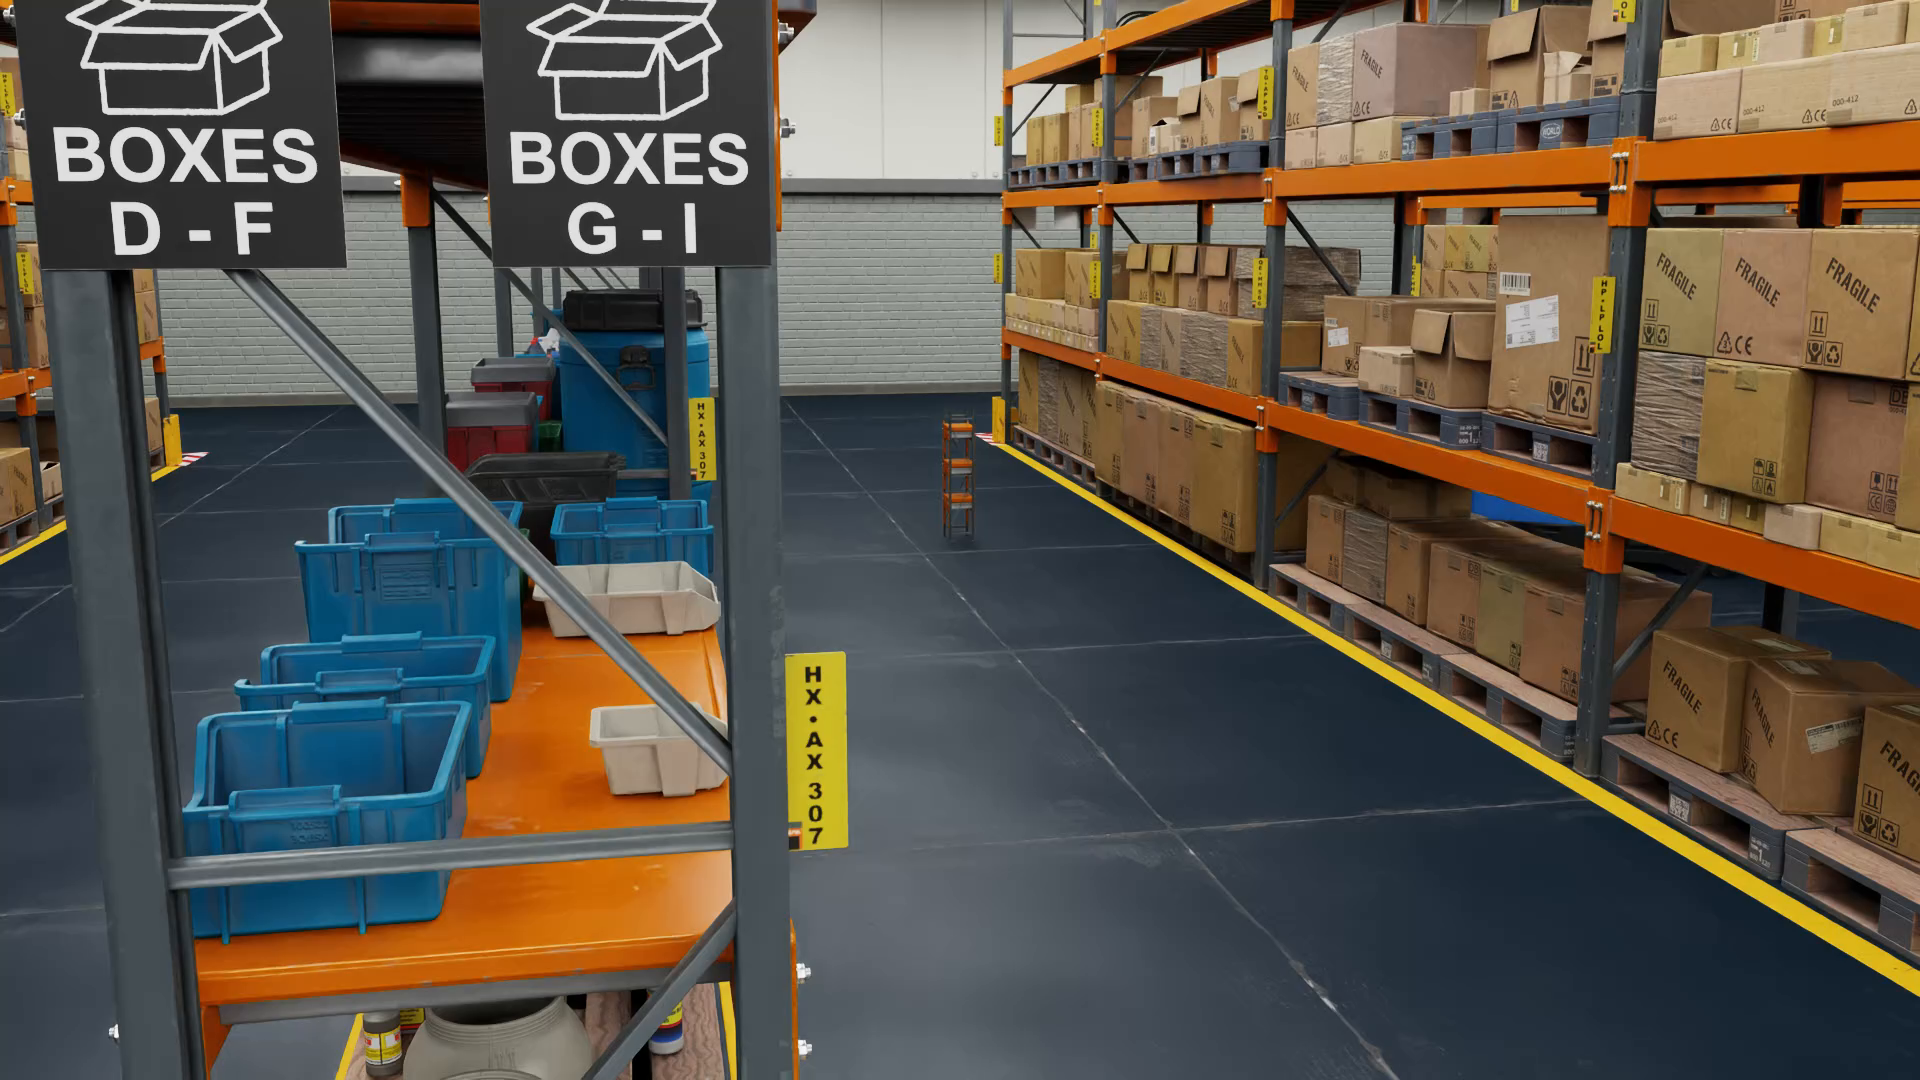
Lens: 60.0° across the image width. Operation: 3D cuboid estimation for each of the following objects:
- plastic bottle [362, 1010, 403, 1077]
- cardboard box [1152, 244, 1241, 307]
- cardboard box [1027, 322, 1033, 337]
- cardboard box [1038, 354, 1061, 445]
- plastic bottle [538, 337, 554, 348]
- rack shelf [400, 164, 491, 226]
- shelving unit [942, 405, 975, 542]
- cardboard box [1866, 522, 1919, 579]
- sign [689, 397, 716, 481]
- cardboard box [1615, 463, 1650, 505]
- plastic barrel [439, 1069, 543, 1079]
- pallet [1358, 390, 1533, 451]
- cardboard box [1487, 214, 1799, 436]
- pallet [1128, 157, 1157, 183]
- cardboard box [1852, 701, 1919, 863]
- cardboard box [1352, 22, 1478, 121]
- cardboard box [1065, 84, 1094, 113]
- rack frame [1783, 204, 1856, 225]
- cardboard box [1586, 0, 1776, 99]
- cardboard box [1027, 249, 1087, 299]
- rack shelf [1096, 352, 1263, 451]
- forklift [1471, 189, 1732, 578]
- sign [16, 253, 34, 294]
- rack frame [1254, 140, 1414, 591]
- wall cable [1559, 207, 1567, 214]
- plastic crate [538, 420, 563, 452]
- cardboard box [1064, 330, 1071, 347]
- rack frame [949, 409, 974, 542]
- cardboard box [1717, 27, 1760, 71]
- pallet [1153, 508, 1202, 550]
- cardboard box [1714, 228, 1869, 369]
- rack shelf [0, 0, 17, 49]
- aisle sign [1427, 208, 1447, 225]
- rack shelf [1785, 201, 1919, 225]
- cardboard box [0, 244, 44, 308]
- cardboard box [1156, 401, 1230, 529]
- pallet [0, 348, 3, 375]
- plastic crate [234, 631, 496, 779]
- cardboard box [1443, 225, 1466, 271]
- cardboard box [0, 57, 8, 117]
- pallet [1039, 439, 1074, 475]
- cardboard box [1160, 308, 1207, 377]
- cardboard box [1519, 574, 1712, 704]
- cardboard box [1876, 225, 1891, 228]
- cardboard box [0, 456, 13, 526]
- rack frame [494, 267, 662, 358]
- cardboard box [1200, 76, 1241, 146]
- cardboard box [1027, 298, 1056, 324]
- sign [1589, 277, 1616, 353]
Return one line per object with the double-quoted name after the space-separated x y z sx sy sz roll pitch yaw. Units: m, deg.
-1.558 1.332 4.486 0.097 0.201 0.097 0 11 0 "plastic bottle"
2.008 -2.186 13.708 0.797 0.503 0.637 -2 11 -10 "cardboard box"
0.923 -2.232 17.572 0.380 0.149 0.250 -2 11 -12 "cardboard box"
1.356 -1.502 17.625 0.875 0.875 0.875 -2 11 -11 "cardboard box"
-3.317 -1.480 13.283 0.152 0.276 0.135 -2 11 -11 "plastic bottle"
-1.938 -1.727 8.148 1.077 0.370 4.000 -2 11 -11 "rack shelf"
-0.010 -0.526 13.150 0.215 1.050 0.252 -2 11 -11 "shelving unit"
3.361 0.029 5.696 0.380 0.149 0.250 -2 11 -11 "cardboard box"
-1.007 -0.394 6.502 0.100 0.325 0.005 -2 11 -11 "sign"
3.056 -0.246 7.139 0.380 0.149 0.250 -2 11 -11 "cardboard box"
-0.974 1.392 3.392 0.421 0.512 0.421 0 11 0 "plastic barrel"
2.957 -0.698 9.353 1.003 0.211 1.213 -2 11 -11 "pallet"
3.292 -1.072 8.077 1.000 1.000 1.000 -2 11 -11 "cardboard box"
1.980 -3.100 13.952 0.805 0.209 1.217 -3 11 -13 "pallet"
3.665 0.892 6.048 0.500 0.500 0.500 -3 11 -16 "cardboard box"
2.570 -2.641 9.423 0.500 0.500 0.500 -2 11 -13 "cardboard box"
1.359 -4.396 16.587 0.500 0.250 0.500 -2 11 -13 "cardboard box"
10.696 -2.981 20.837 1.000 3.000 0.127 -2 11 -11 "rack frame"
3.315 -2.240 7.523 0.797 0.503 0.637 -3 11 -14 "cardboard box"
1.008 -2.777 17.366 0.500 0.500 0.500 -2 11 -13 "cardboard box"
2.143 -1.167 13.229 1.077 0.370 4.000 -2 11 -11 "rack shelf"
5.323 -1.286 12.113 3.031 2.935 1.130 4 12 21 "forklift"
-7.421 -2.117 13.201 0.100 0.325 0.005 -2 11 -11 "sign"
2.532 -1.154 11.235 1.000 3.000 0.127 -2 11 -11 "rack frame"
9.577 -4.529 26.168 0.585 1.953 0.123 -2 11 -11 "wall cable"
-2.164 -0.445 8.078 0.450 0.188 0.662 -2 11 -11 "plastic crate"
1.223 -1.949 16.087 0.380 0.149 0.250 -2 11 -10 "cardboard box"
0.013 -0.503 13.032 0.200 1.050 0.008 -2 11 -11 "rack frame"
3.189 -1.898 6.461 0.380 0.149 0.250 -3 11 -14 "cardboard box"
2.218 -0.154 13.443 1.003 0.211 1.213 -2 11 -11 "pallet"
3.246 -0.923 6.286 0.500 0.500 0.500 -2 11 -11 "cardboard box"
-8.353 -4.486 14.634 1.077 0.370 4.000 -2 11 -11 "rack shelf"
5.552 -4.062 19.564 0.394 0.787 0.004 -2 11 -11 "aisle sign"
11.085 -3.734 18.696 1.077 0.370 4.000 -2 11 -11 "rack shelf"
-7.780 -2.165 13.605 0.500 0.500 0.500 -2 11 -10 "cardboard box"
2.252 -0.607 12.923 1.225 0.875 0.875 -2 11 -11 "cardboard box"
-7.916 -1.283 12.427 1.003 0.211 1.213 -2 11 -11 "pallet"
-1.282 0.367 3.645 0.499 0.251 0.408 -2 11 -11 "plastic crate"
5.792 -3.285 18.695 0.500 0.500 0.500 -2 11 -9 "cardboard box"
-8.096 -3.629 13.278 0.700 0.500 0.500 -2 11 -11 "cardboard box"
1.442 -0.884 17.275 1.003 0.211 1.213 -2 11 -11 "pallet"
1.899 -1.564 13.125 0.500 0.500 0.500 -2 11 -10 "cardboard box"
3.211 0.479 8.169 0.700 0.500 0.500 -3 11 -15 "cardboard box"
10.732 -3.526 19.025 0.380 0.149 0.250 -2 11 -10 "cardboard box"
-7.499 -0.345 12.494 0.500 0.500 0.500 -2 11 -11 "cardboard box"
-2.327 -0.973 10.288 1.000 3.000 0.127 -2 11 -11 "rack frame"
2.088 -3.147 12.294 0.500 0.500 0.500 -2 11 -8 "cardboard box"
1.006 -2.408 17.431 0.500 0.250 0.500 -2 11 -13 "cardboard box"
2.766 -0.968 7.162 0.100 0.325 0.005 -2 11 -11 "sign"
